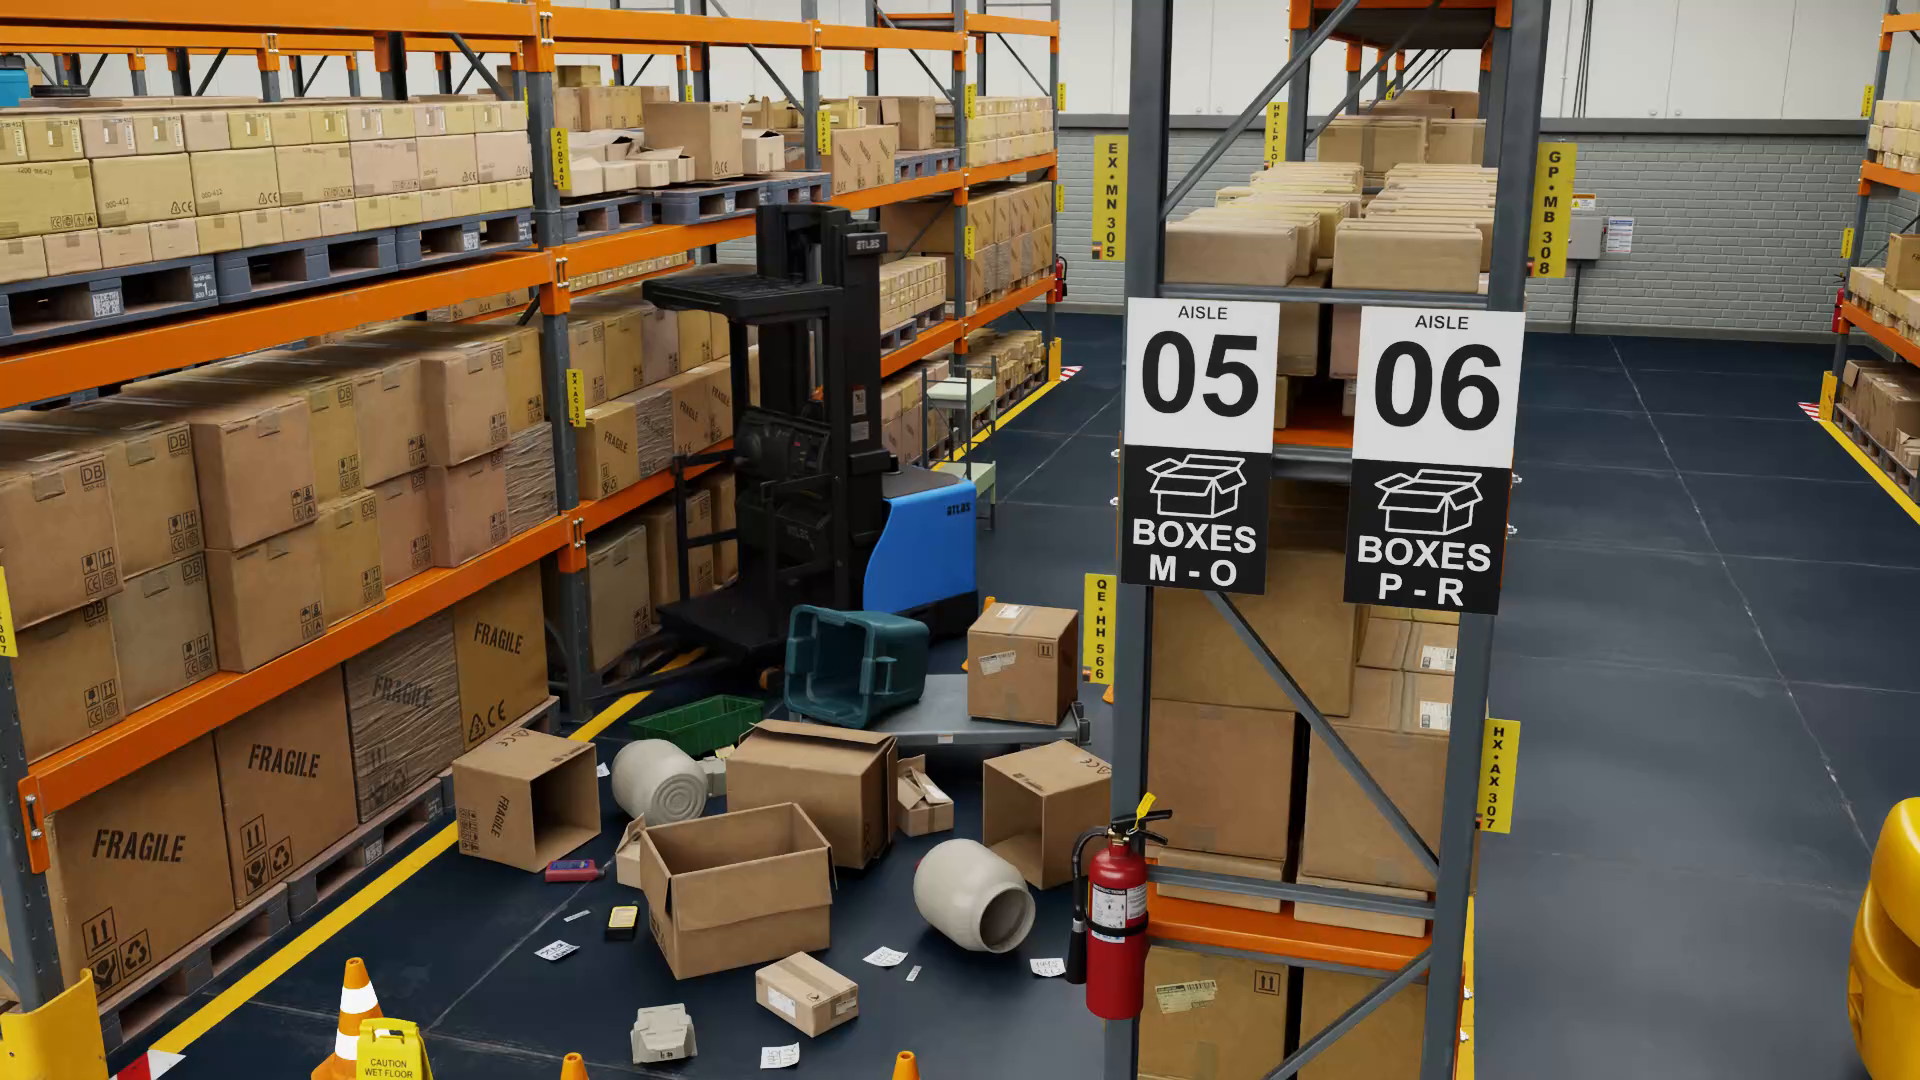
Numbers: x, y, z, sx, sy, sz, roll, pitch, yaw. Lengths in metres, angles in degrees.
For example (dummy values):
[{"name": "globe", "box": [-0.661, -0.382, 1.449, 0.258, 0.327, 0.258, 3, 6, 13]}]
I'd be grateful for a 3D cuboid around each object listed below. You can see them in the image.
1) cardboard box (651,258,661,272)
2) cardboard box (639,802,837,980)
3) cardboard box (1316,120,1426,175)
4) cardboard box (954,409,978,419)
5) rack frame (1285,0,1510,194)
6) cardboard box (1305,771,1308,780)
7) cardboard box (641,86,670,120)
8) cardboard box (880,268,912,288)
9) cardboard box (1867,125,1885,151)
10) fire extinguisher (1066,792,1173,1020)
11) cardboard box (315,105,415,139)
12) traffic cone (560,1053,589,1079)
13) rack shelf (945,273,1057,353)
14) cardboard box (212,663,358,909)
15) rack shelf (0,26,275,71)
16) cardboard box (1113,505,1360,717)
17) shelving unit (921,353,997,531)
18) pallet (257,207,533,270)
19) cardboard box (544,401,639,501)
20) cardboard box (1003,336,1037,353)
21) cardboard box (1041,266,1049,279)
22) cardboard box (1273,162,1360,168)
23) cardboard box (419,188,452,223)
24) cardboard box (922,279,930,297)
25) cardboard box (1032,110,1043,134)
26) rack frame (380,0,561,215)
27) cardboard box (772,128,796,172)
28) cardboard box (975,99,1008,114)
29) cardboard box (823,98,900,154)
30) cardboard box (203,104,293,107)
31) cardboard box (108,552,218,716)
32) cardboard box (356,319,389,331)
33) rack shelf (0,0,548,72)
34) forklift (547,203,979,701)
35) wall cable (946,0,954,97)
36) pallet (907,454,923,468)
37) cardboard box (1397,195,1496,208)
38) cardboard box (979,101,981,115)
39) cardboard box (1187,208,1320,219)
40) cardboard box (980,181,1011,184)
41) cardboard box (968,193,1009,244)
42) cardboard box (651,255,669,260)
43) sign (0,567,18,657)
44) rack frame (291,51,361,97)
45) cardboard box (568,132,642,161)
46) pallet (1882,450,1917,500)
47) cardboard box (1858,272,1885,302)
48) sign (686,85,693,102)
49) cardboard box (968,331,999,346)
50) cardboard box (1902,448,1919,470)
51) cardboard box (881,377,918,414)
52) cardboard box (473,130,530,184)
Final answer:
[{"name": "cardboard box", "box": [-4.029, -3.503, 21.144, 0.380, 0.149, 0.250, 5, 17, 17]}, {"name": "cardboard box", "box": [-1.000, 1.558, 7.416, 0.797, 0.503, 0.637, -7, 17, -23]}, {"name": "cardboard box", "box": [2.107, -2.009, 8.507, 0.500, 0.250, 0.500, 5, 17, 17]}, {"name": "cardboard box", "box": [-0.025, -1.385, 17.671, 0.380, 0.149, 0.250, 4, 16, 13]}, {"name": "rack frame", "box": [2.065, -2.920, 7.634, 1.000, 3.000, 0.127, 5, 16, 16]}, {"name": "cardboard box", "box": [1.140, 0.753, 6.139, 0.380, 0.149, 0.250, 5, 17, 17]}, {"name": "cardboard box", "box": [-4.123, -5.543, 21.242, 0.700, 0.500, 0.500, 4, 16, 13]}, {"name": "cardboard box", "box": [-0.662, -2.461, 15.610, 0.380, 0.149, 0.250, 4, 16, 14]}, {"name": "cardboard box", "box": [9.847, -4.209, 17.403, 0.500, 0.250, 0.500, 4, 16, 15]}, {"name": "fire extinguisher", "box": [0.454, 1.044, 4.794, 0.296, 0.674, 0.183, 5, 16, 16]}, {"name": "cardboard box", "box": [-2.795, -1.962, 7.798, 0.380, 0.149, 0.250, 5, 16, 16]}, {"name": "traffic cone", "box": [-1.347, 2.023, 5.848, 0.336, 0.463, 0.334, 5, 16, 16]}, {"name": "rack shelf", "box": [0.132, -2.662, 19.034, 1.077, 0.370, 4.000, 5, 16, 16]}, {"name": "cardboard box", "box": [-3.469, 1.062, 7.711, 0.875, 0.875, 0.875, 4, 16, 15]}, {"name": "rack shelf", "box": [-6.868, -3.673, 12.341, 1.077, 0.370, 4.000, 5, 16, 16]}, {"name": "cardboard box", "box": [0.864, 0.190, 5.103, 0.700, 0.500, 0.500, 4, 16, 15]}, {"name": "shelving unit", "box": [-0.002, -0.720, 13.619, 0.431, 1.500, 0.755, 5, 16, 16]}, {"name": "pallet", "box": [-2.952, -1.579, 8.563, 1.003, 0.211, 1.213, 5, 16, 16]}, {"name": "cardboard box", "box": [-2.302, -0.556, 10.110, 0.500, 0.500, 0.500, 5, 17, 16]}, {"name": "cardboard box", "box": [0.715, -2.351, 19.984, 0.380, 0.149, 0.250, 4, 16, 15]}, {"name": "cardboard box", "box": [0.879, -3.303, 20.437, 0.380, 0.149, 0.250, 5, 16, 16]}, {"name": "cardboard box", "box": [1.662, -1.683, 7.767, 0.380, 0.149, 0.250, 4, 16, 15]}, {"name": "cardboard box", "box": [-2.723, -1.643, 8.136, 0.380, 0.149, 0.250, 5, 16, 16]}, {"name": "cardboard box", "box": [-0.507, -2.456, 16.135, 0.380, 0.149, 0.250, 5, 17, 18]}, {"name": "cardboard box", "box": [0.669, -4.868, 19.357, 0.500, 0.250, 0.500, 4, 16, 14]}, {"name": "rack frame", "box": [-2.710, -3.278, 8.894, 1.000, 3.000, 0.127, 5, 16, 16]}, {"name": "cardboard box", "box": [-1.654, -3.098, 13.575, 0.500, 0.500, 0.500, 5, 16, 16]}, {"name": "cardboard box", "box": [0.298, -4.685, 17.981, 0.380, 0.149, 0.250, 5, 17, 19]}, {"name": "cardboard box", "box": [-1.001, -3.785, 15.222, 0.797, 0.503, 0.637, 4, 16, 15]}, {"name": "cardboard box", "box": [-3.427, -2.012, 7.974, 0.380, 0.149, 0.250, 5, 17, 16]}, {"name": "cardboard box", "box": [-3.649, 0.337, 6.870, 0.875, 0.550, 0.550, 5, 16, 16]}, {"name": "cardboard box", "box": [-5.757, -2.138, 15.688, 0.500, 0.500, 0.500, 4, 16, 14]}, {"name": "rack shelf", "box": [-3.278, -2.216, 7.202, 1.077, 0.370, 4.000, 5, 16, 16]}, {"name": "forklift", "box": [-1.301, -0.603, 10.584, 3.031, 2.935, 1.130, -14, 21, -40]}, {"name": "wall cable", "box": [0.885, -9.588, 25.246, 2.277, 5.999, 0.120, 5, 16, 16]}, {"name": "pallet", "box": [-1.001, -0.619, 15.624, 1.003, 0.211, 1.213, 5, 16, 16]}, {"name": "cardboard box", "box": [1.685, -1.092, 5.686, 0.380, 0.149, 0.250, 5, 17, 17]}, {"name": "cardboard box", "box": [0.005, -4.484, 17.271, 0.380, 0.149, 0.250, 4, 16, 15]}, {"name": "cardboard box", "box": [0.906, -0.937, 5.139, 0.380, 0.149, 0.250, 4, 16, 15]}, {"name": "cardboard box", "box": [0.318, -4.106, 20.249, 0.500, 0.500, 0.500, 5, 16, 16]}, {"name": "cardboard box", "box": [0.231, -3.522, 18.189, 0.500, 0.500, 0.500, 5, 17, 17]}, {"name": "cardboard box", "box": [-4.054, -3.733, 21.223, 0.500, 0.250, 0.500, 4, 16, 15]}, {"name": "sign", "box": [-3.316, 0.245, 5.737, 0.100, 0.325, 0.005, 5, 16, 16]}, {"name": "rack frame", "box": [-8.775, -7.212, 22.766, 1.000, 3.000, 0.127, 5, 16, 16]}, {"name": "cardboard box", "box": [-2.423, -2.517, 10.921, 0.500, 0.311, 0.500, 4, 16, 14]}, {"name": "pallet", "box": [9.294, -0.581, 15.491, 1.003, 0.211, 1.213, 5, 16, 16]}, {"name": "cardboard box", "box": [9.705, -2.631, 17.337, 0.500, 0.250, 0.500, 5, 17, 16]}, {"name": "sign", "box": [-3.510, -5.727, 21.550, 0.100, 0.325, 0.005, 5, 16, 16]}, {"name": "cardboard box", "box": [0.263, -2.455, 20.354, 0.380, 0.149, 0.250, 5, 17, 17]}, {"name": "cardboard box", "box": [8.975, -0.742, 15.404, 0.380, 0.149, 0.250, 4, 16, 14]}, {"name": "cardboard box", "box": [-0.701, -1.357, 15.555, 0.500, 0.250, 0.500, 4, 16, 13]}, {"name": "cardboard box", "box": [-2.604, -2.007, 8.688, 0.500, 0.250, 0.500, 4, 16, 15]}]
